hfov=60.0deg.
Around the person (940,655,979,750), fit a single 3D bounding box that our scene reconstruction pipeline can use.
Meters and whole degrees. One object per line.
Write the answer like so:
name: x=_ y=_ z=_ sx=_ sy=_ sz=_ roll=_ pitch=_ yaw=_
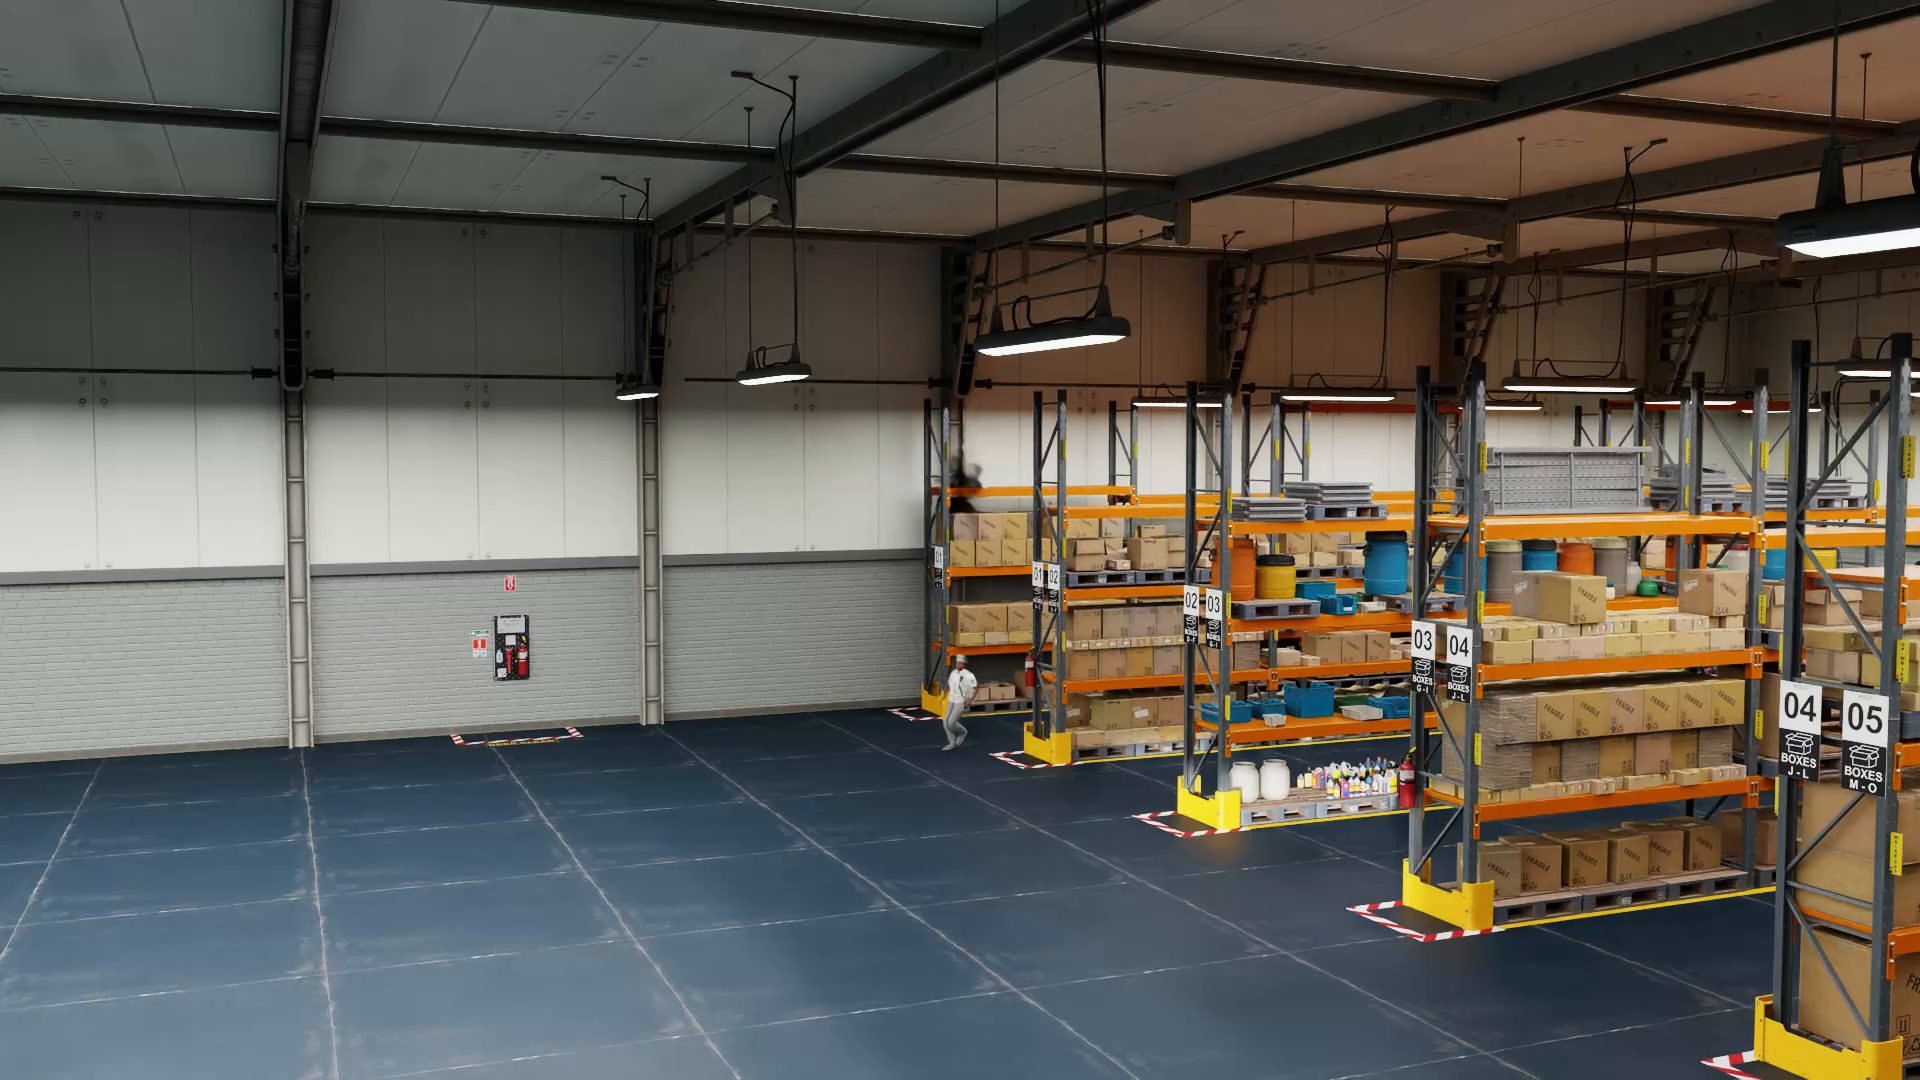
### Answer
person: x=-0.051 y=2.723 z=27.790 sx=0.627 sy=1.640 sz=0.481 roll=3 pitch=5 yaw=43
